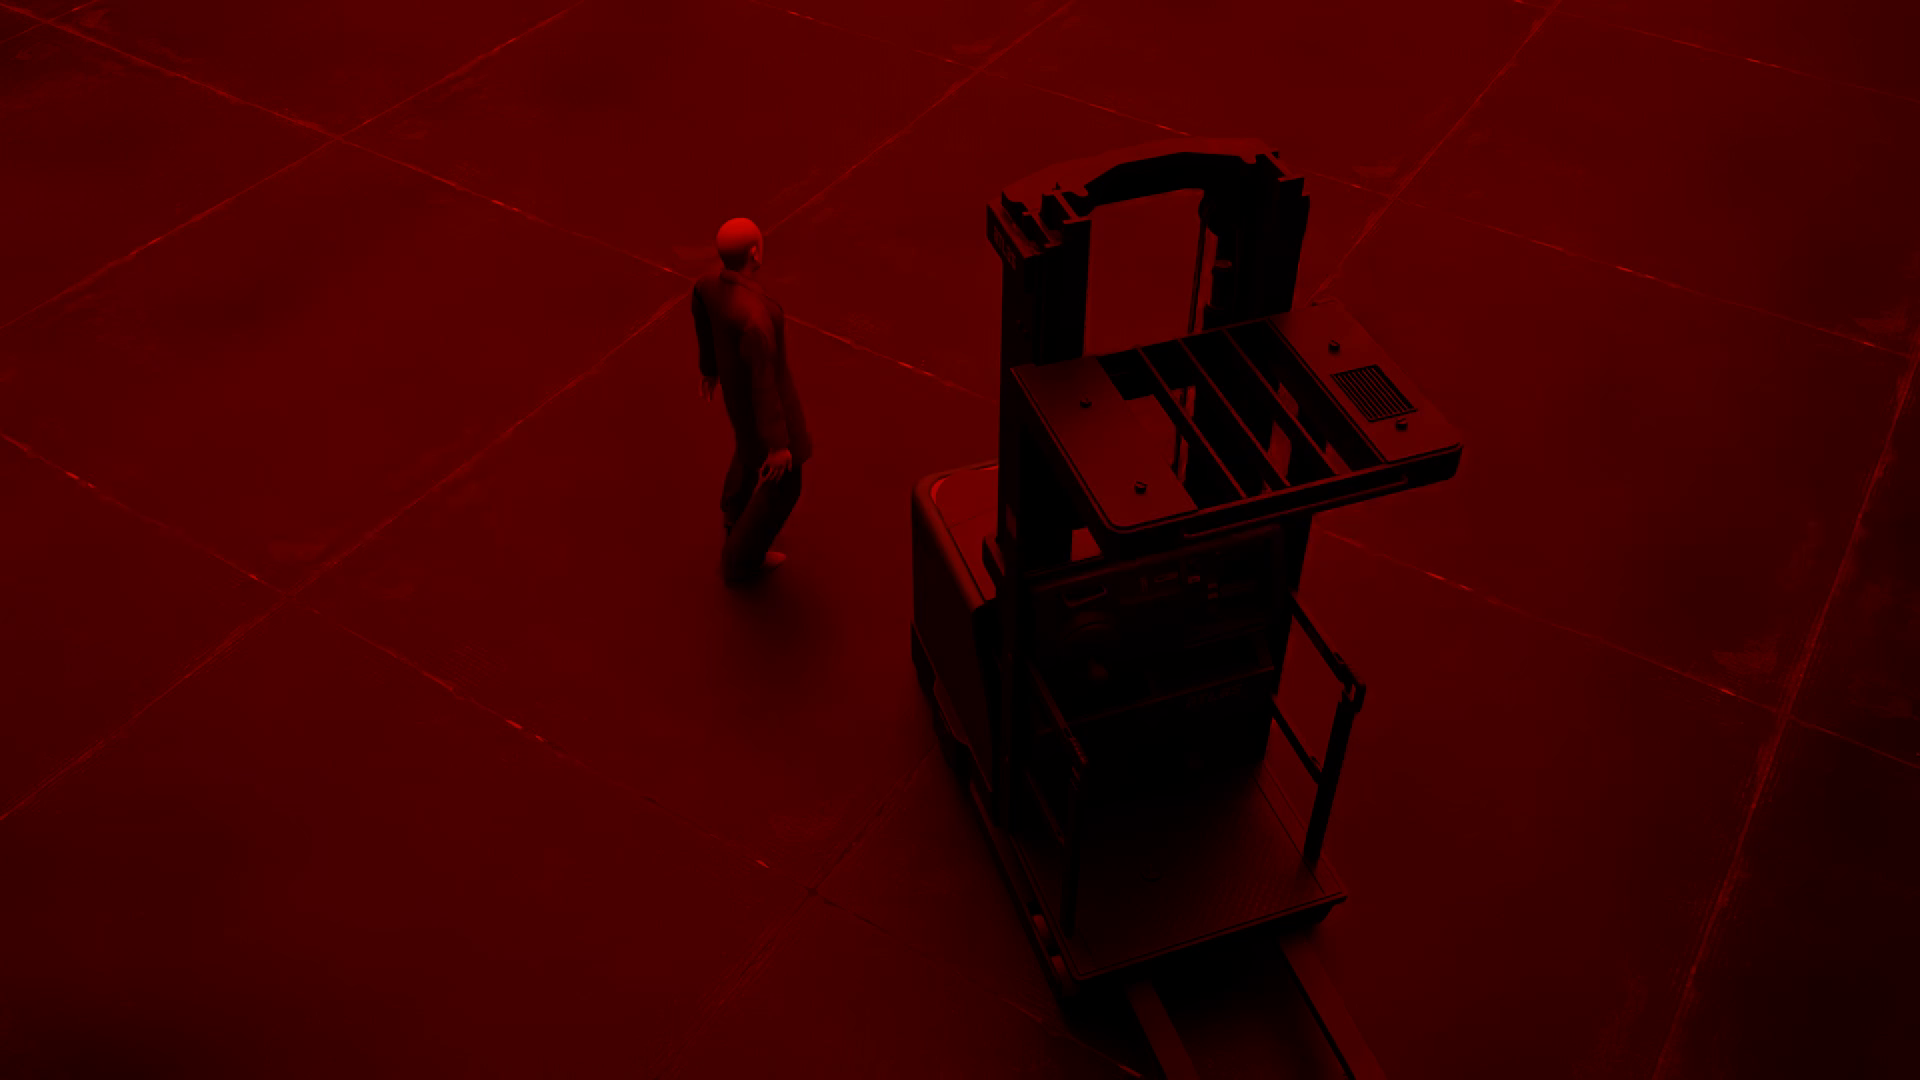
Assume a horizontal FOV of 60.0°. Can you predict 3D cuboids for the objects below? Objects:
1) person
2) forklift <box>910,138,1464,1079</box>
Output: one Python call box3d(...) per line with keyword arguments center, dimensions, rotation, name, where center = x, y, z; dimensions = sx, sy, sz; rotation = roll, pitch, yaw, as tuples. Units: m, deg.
box3d(center=(-0.947, -0.587, 7.401), dimensions=(0.571, 1.754, 0.935), rotation=(-20, 47, -20), name="person")
box3d(center=(0.758, 0.311, 5.520), dimensions=(1.130, 2.935, 3.031), rotation=(-14, 45, -14), name="forklift")
